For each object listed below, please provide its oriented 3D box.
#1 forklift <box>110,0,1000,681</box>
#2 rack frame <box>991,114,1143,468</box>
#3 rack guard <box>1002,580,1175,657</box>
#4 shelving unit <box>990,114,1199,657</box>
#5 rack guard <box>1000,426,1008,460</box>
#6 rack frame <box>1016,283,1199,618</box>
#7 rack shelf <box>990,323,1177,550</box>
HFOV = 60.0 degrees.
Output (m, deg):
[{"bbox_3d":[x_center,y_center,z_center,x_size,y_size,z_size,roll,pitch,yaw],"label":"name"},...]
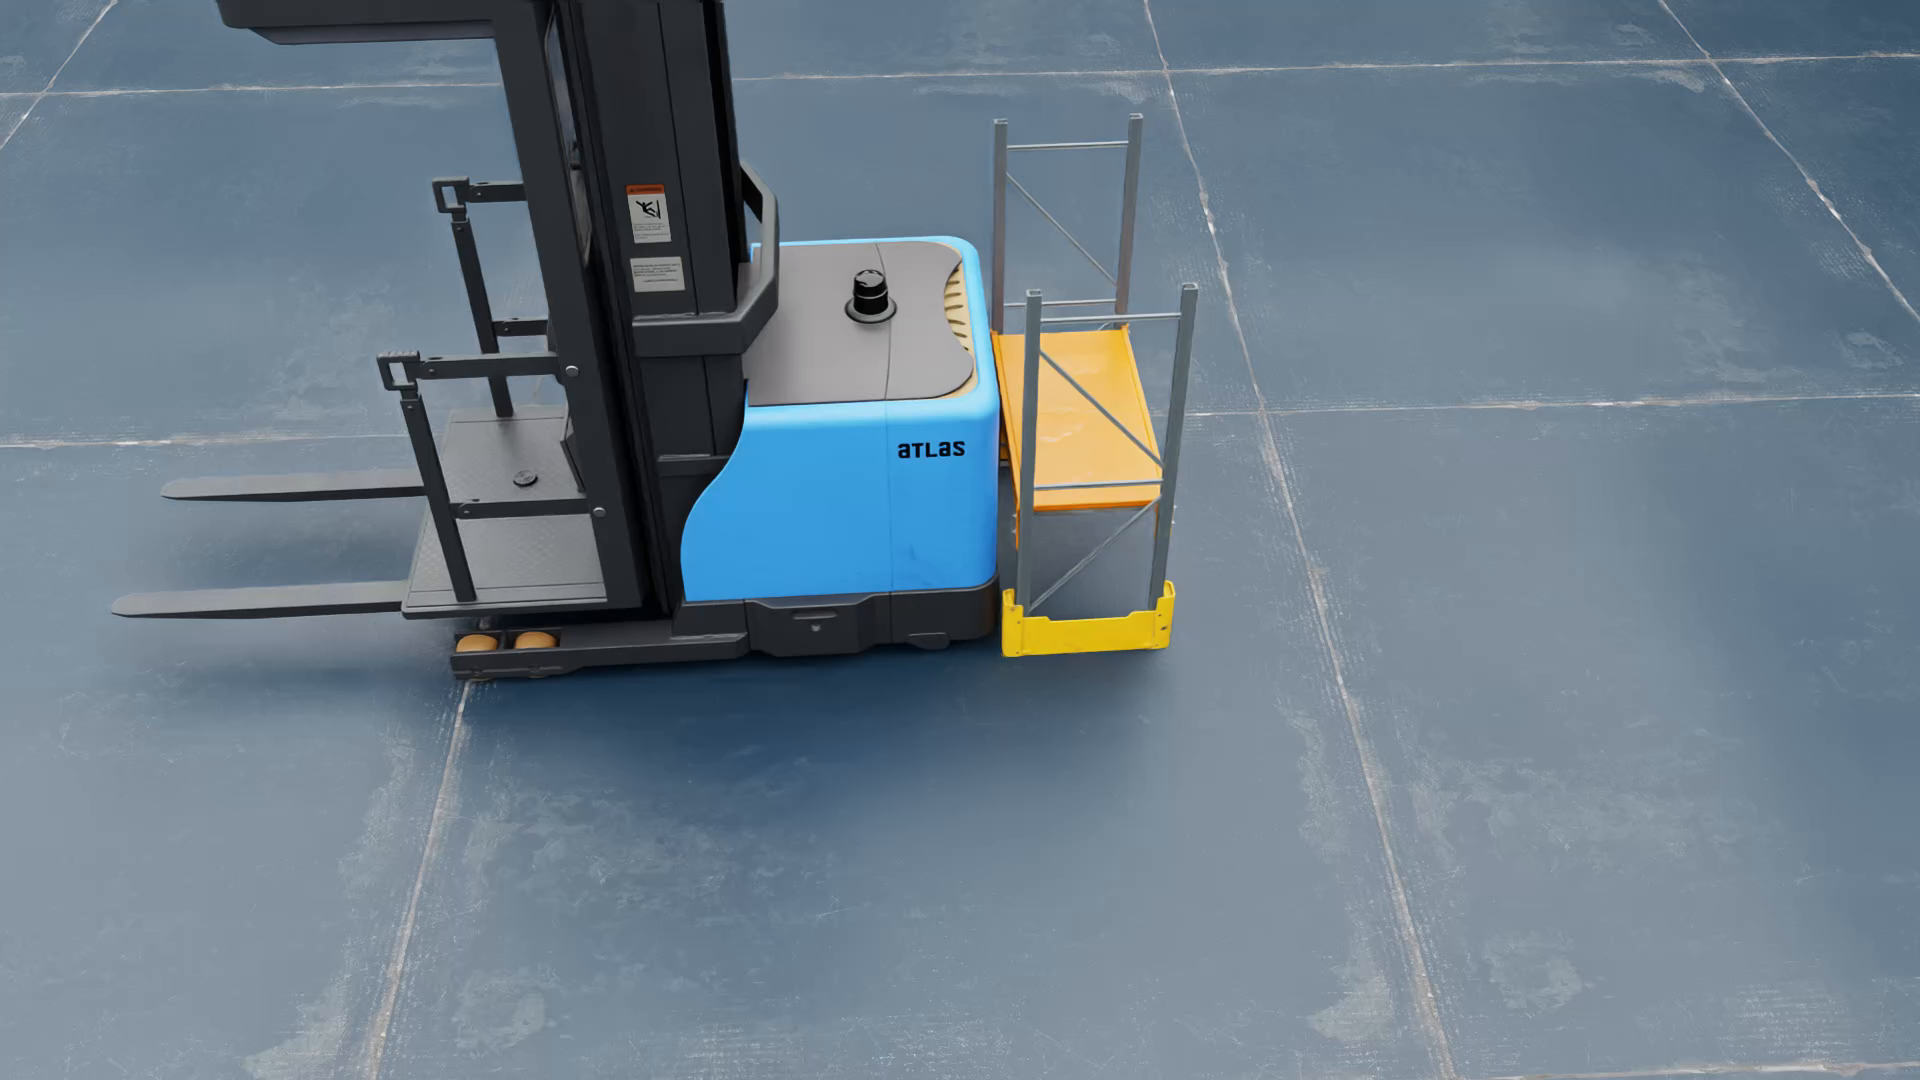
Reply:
[{"bbox_3d":[-1.405,-0.968,5.137,3.031,2.935,1.130,-3,43,-3],"label":"forklift"},{"bbox_3d":[0.364,-0.859,6.077,0.500,1.500,0.032,-3,43,-3],"label":"rack frame"},{"bbox_3d":[0.441,0.273,5.767,0.587,0.250,0.087,-3,43,-3],"label":"rack guard"},{"bbox_3d":[0.403,-0.523,5.711,0.587,1.500,1.083,-3,43,-3],"label":"shelving unit"},{"bbox_3d":[0.364,-0.398,6.499,0.587,0.250,0.087,-3,43,-3],"label":"rack guard"},{"bbox_3d":[0.442,-0.174,5.330,0.500,1.500,0.032,-3,43,-3],"label":"rack frame"},{"bbox_3d":[0.403,-0.384,5.825,0.538,0.185,1.000,-3,43,-3],"label":"rack shelf"}]
